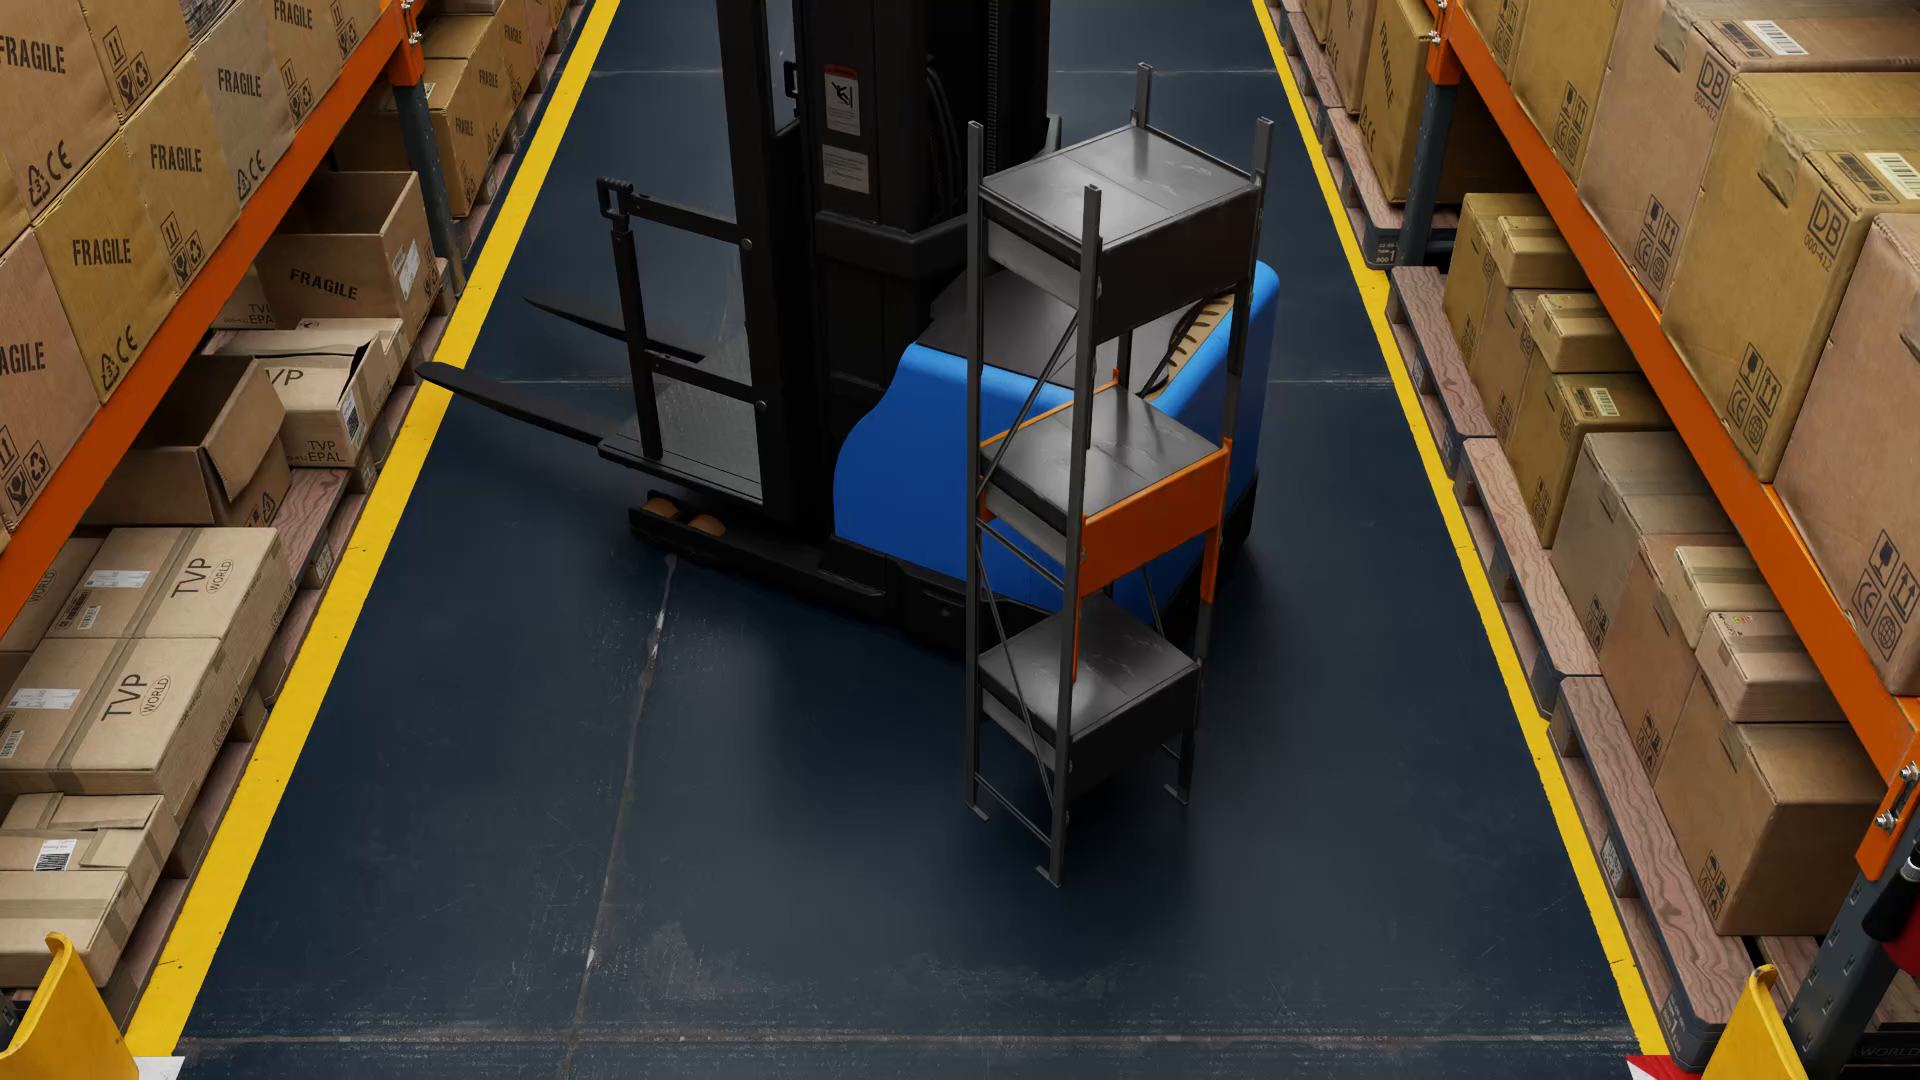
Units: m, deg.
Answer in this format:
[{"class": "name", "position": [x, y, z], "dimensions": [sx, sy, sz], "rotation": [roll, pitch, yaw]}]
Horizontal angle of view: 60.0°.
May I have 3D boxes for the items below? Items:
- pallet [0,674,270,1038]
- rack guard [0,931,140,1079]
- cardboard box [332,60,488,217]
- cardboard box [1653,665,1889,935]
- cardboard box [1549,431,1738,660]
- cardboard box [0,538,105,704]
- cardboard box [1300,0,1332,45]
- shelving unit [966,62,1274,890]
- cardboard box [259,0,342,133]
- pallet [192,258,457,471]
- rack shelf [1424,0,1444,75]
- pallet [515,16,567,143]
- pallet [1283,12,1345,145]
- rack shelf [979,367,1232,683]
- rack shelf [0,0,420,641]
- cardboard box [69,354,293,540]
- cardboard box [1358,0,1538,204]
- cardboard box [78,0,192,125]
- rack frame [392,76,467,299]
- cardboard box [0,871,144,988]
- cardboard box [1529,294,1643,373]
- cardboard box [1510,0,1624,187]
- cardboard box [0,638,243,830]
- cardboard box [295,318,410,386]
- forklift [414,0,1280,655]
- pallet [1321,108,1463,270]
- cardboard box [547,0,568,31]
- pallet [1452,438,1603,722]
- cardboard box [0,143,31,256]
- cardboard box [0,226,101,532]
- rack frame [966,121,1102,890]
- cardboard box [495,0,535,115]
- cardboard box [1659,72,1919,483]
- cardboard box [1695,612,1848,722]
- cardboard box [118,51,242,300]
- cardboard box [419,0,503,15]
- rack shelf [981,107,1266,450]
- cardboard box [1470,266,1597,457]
[{"class": "pallet", "position": [-2.608, 0.819, 4.560], "dimensions": [1.003, 0.211, 1.213], "rotation": [0, 39, 0]}, {"class": "rack guard", "position": [-2.606, 1.204, 3.847], "dimensions": [1.175, 0.500, 0.348], "rotation": [0, 39, 0]}, {"class": "cardboard box", "position": [-2.367, -1.724, 7.150], "dimensions": [0.500, 0.500, 0.500], "rotation": [-2, 39, -2]}, {"class": "cardboard box", "position": [2.247, 0.644, 4.210], "dimensions": [0.700, 0.500, 0.500], "rotation": [0, 39, 0]}, {"class": "cardboard box", "position": [2.245, 0.017, 4.993], "dimensions": [0.700, 0.500, 0.500], "rotation": [-1, 39, -2]}, {"class": "cardboard box", "position": [-2.824, 0.244, 4.894], "dimensions": [0.500, 0.250, 0.500], "rotation": [0, 39, 0]}, {"class": "cardboard box", "position": [2.203, -3.050, 8.540], "dimensions": [0.750, 0.750, 0.750], "rotation": [0, 39, 0]}, {"class": "shelving unit", "position": [0.337, -0.056, 4.141], "dimensions": [0.503, 2.100, 0.431], "rotation": [-27, 46, -29]}, {"class": "cardboard box", "position": [-2.351, -1.629, 5.304], "dimensions": [0.500, 0.500, 0.500], "rotation": [1, 39, 1]}, {"class": "pallet", "position": [-2.611, -0.707, 6.464], "dimensions": [1.003, 0.211, 1.213], "rotation": [0, 39, 0]}, {"class": "rack shelf", "position": [2.341, -3.201, 7.921], "dimensions": [1.077, 0.370, 4.000], "rotation": [0, 39, 0]}, {"class": "pallet", "position": [-2.653, -2.410, 8.589], "dimensions": [1.003, 0.211, 1.213], "rotation": [0, 39, 0]}, {"class": "pallet", "position": [2.263, -2.390, 8.564], "dimensions": [1.003, 0.211, 1.213], "rotation": [0, 39, 0]}, {"class": "rack shelf", "position": [0.337, -0.046, 4.150], "dimensions": [0.480, 0.518, 0.431], "rotation": [-27, 46, -29]}, {"class": "rack shelf", "position": [-2.608, -0.694, 4.792], "dimensions": [1.077, 0.370, 4.000], "rotation": [0, 39, 0]}, {"class": "cardboard box", "position": [-2.603, -0.248, 5.305], "dimensions": [0.797, 0.503, 0.637], "rotation": [0, 39, 0]}, {"class": "cardboard box", "position": [2.213, -1.962, 7.183], "dimensions": [0.750, 0.750, 0.750], "rotation": [0, 39, 0]}, {"class": "cardboard box", "position": [-2.348, -1.388, 4.204], "dimensions": [0.500, 0.500, 0.500], "rotation": [0, 39, 0]}, {"class": "rack frame", "position": [-2.610, -2.225, 6.128], "dimensions": [1.000, 3.000, 0.127], "rotation": [0, 39, 0]}, {"class": "cardboard box", "position": [-2.263, 0.955, 4.088], "dimensions": [0.380, 0.149, 0.250], "rotation": [0, 39, 0]}, {"class": "cardboard box", "position": [2.060, -0.664, 5.324], "dimensions": [0.380, 0.149, 0.250], "rotation": [-1, 39, -1]}, {"class": "cardboard box", "position": [2.323, -1.552, 5.049], "dimensions": [0.980, 0.700, 0.700], "rotation": [-1, 39, -1]}, {"class": "cardboard box", "position": [-2.323, 0.525, 4.544], "dimensions": [0.500, 0.250, 0.500], "rotation": [0, 39, 0]}, {"class": "cardboard box", "position": [-2.266, -0.694, 6.145], "dimensions": [0.380, 0.149, 0.250], "rotation": [0, 39, 0]}, {"class": "forklift", "position": [-0.547, -1.331, 5.068], "dimensions": [3.031, 2.935, 1.130], "rotation": [19, 42, 22]}, {"class": "pallet", "position": [2.267, -1.625, 7.609], "dimensions": [1.003, 0.211, 1.213], "rotation": [0, 39, 0]}, {"class": "cardboard box", "position": [-2.379, -3.014, 8.760], "dimensions": [0.500, 0.500, 0.500], "rotation": [-1, 39, -2]}, {"class": "pallet", "position": [2.270, 0.098, 5.459], "dimensions": [1.003, 0.211, 1.213], "rotation": [0, 39, 0]}, {"class": "cardboard box", "position": [-2.351, -0.757, 3.417], "dimensions": [0.500, 0.500, 0.500], "rotation": [0, 39, 0]}, {"class": "cardboard box", "position": [-2.348, -0.363, 3.724], "dimensions": [0.500, 0.500, 0.500], "rotation": [0, 39, 0]}, {"class": "rack frame", "position": [0.147, 0.039, 4.022], "dimensions": [0.015, 2.100, 0.400], "rotation": [-27, 46, -29]}, {"class": "cardboard box", "position": [-2.372, -2.370, 7.956], "dimensions": [0.500, 0.500, 0.500], "rotation": [0, 39, 0]}, {"class": "cardboard box", "position": [2.325, -0.620, 3.886], "dimensions": [0.980, 0.700, 0.700], "rotation": [0, 39, 0]}, {"class": "cardboard box", "position": [2.065, 0.311, 4.108], "dimensions": [0.380, 0.149, 0.250], "rotation": [0, 39, -1]}, {"class": "cardboard box", "position": [-2.345, -0.989, 4.506], "dimensions": [0.500, 0.500, 0.500], "rotation": [0, 39, 1]}, {"class": "cardboard box", "position": [-2.368, -2.642, 7.696], "dimensions": [0.500, 0.250, 0.500], "rotation": [0, 39, 0]}, {"class": "rack shelf", "position": [0.337, -0.592, 3.712], "dimensions": [0.480, 0.518, 0.431], "rotation": [-27, 46, -29]}, {"class": "cardboard box", "position": [2.239, -0.638, 5.810], "dimensions": [0.700, 0.500, 0.500], "rotation": [0, 39, -1]}]
